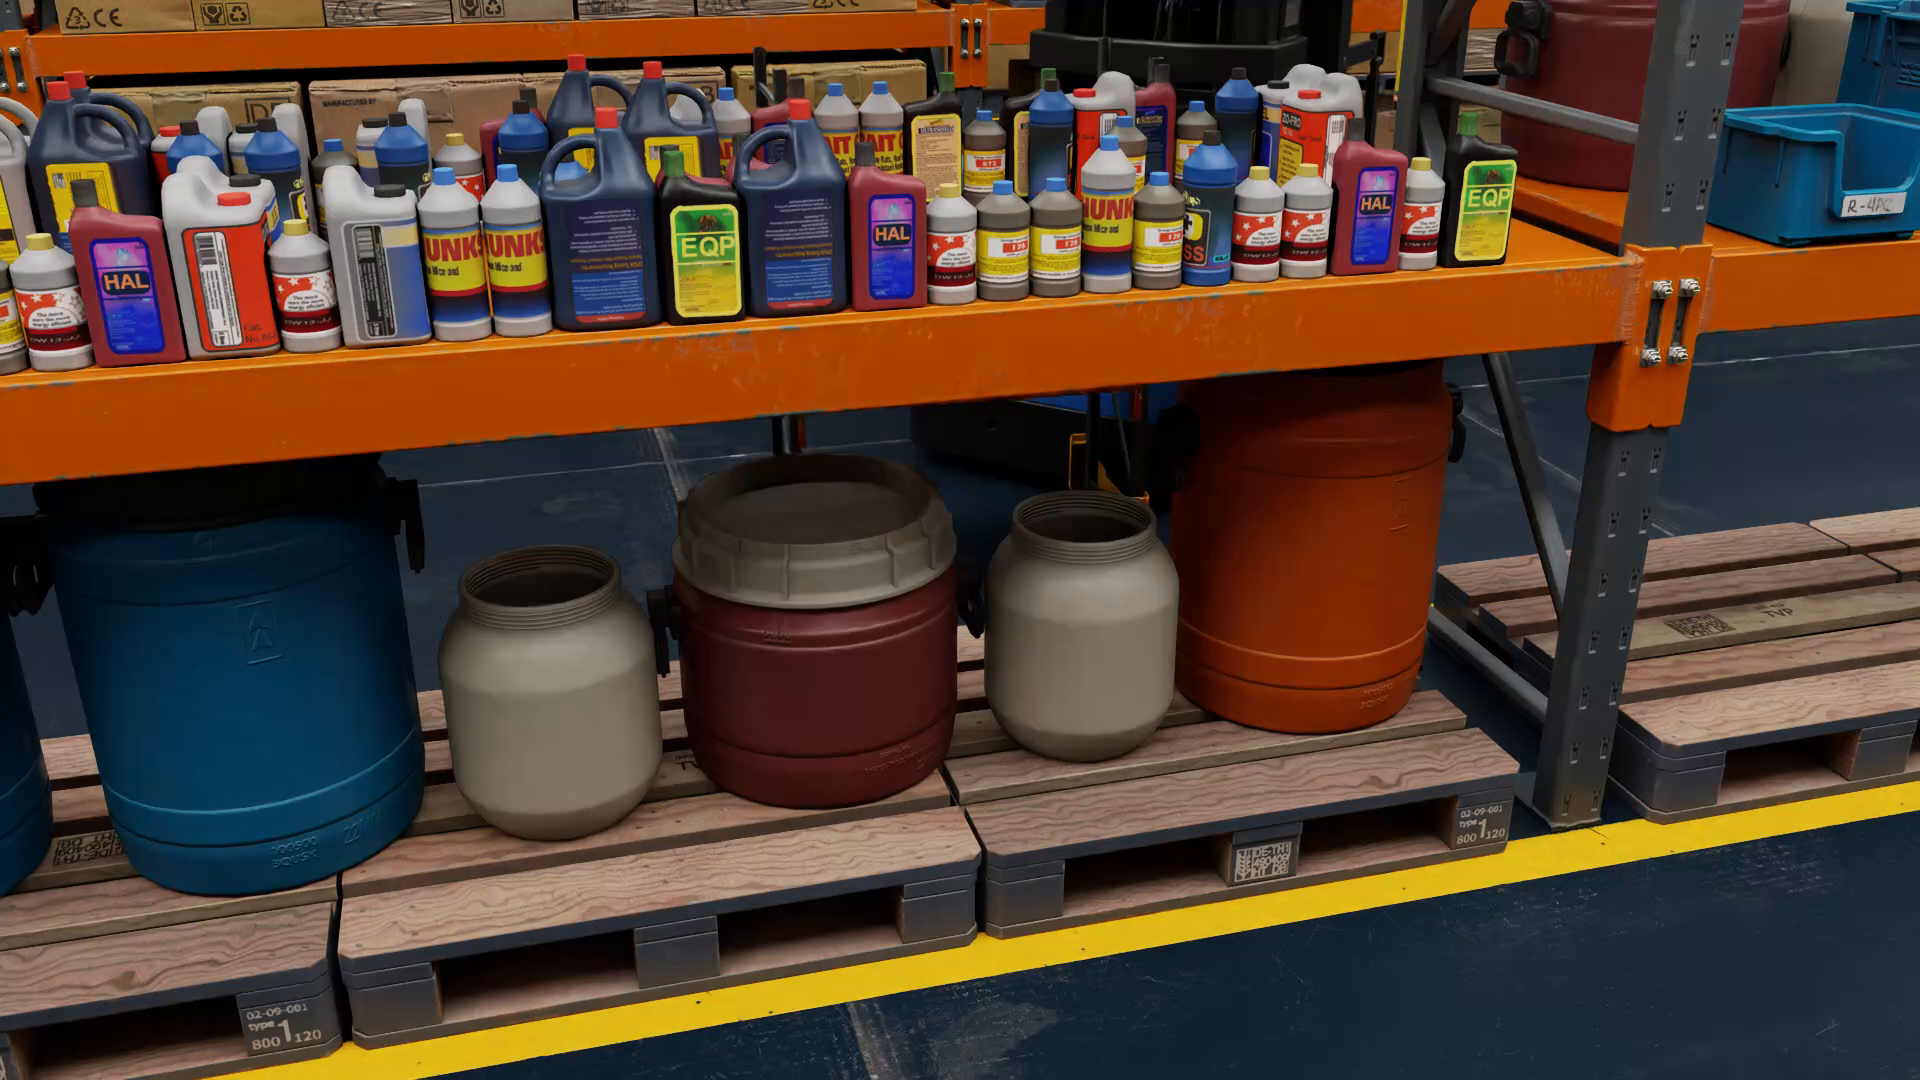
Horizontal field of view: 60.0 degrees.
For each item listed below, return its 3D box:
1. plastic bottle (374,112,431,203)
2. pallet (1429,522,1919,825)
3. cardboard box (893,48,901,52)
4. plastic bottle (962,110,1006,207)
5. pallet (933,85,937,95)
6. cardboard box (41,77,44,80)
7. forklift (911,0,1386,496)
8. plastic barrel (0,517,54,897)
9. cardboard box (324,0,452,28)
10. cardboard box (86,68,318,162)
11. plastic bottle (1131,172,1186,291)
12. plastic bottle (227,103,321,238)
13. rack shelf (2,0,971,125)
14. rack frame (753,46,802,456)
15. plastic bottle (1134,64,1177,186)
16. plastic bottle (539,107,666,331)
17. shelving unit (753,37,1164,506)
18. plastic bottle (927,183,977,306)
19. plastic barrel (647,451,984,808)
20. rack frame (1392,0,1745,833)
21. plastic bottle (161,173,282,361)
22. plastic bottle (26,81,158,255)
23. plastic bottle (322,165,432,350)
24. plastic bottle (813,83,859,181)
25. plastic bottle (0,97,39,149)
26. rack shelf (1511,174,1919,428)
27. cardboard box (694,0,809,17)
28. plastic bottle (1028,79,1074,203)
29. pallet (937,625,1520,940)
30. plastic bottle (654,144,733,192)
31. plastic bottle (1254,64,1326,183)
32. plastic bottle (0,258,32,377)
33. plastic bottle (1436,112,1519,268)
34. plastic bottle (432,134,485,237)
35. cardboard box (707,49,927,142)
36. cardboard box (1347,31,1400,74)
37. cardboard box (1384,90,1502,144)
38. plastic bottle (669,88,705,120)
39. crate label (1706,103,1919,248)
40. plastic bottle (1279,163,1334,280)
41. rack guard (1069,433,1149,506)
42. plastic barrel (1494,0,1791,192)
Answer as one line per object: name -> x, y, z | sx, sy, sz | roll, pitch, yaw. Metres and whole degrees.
plastic bottle -> -1.068, -0.685, 3.205 | 0.097, 0.271, 0.097 | 0, 23, 0
pallet -> 2.006, 0.295, 4.295 | 1.213, 0.211, 1.003 | -6, 24, -14
cardboard box -> -0.720, -3.883, 12.816 | 0.750, 0.750, 1.050 | -7, 24, -15
plastic bottle -> 0.053, -0.839, 3.653 | 0.097, 0.201, 0.097 | 0, 23, 0
pallet -> -0.551, -3.467, 13.063 | 1.213, 0.211, 1.003 | -6, 24, -14
cardboard box -> -6.198, -3.217, 11.272 | 0.250, 0.149, 0.380 | -6, 24, -13
forklift -> 1.019, -2.026, 6.255 | 1.130, 2.935, 3.031 | 13, 27, 28
plastic barrel -> -2.073, 0.227, 3.045 | 0.708, 0.901, 0.600 | -6, 24, -14
cardboard box -> -2.463, -2.480, 7.100 | 0.500, 0.500, 0.500 | -7, 24, -16
cardboard box -> -3.329, -1.666, 7.490 | 0.875, 0.875, 1.225 | -6, 24, -14
plastic bottle -> 0.356, -0.561, 3.006 | 0.097, 0.201, 0.097 | 0, 23, 0
plastic bottle -> -1.342, -0.707, 3.252 | 0.135, 0.276, 0.152 | -6, 24, -14
rack shelf -> -2.014, -2.256, 7.615 | 4.000, 0.370, 1.077 | -6, 24, -14
rack frame -> -0.514, -0.606, 4.761 | 0.032, 1.500, 0.500 | -5, 24, -12
plastic bottle -> 0.417, -0.924, 3.748 | 0.133, 0.283, 0.061 | -6, 24, -14
plastic bottle -> -0.596, -0.534, 2.754 | 0.185, 0.351, 0.144 | -6, 24, -14
shelving unit -> -0.027, -0.650, 4.863 | 1.083, 1.500, 0.587 | -5, 24, -12
plastic bottle -> -0.019, -0.520, 2.910 | 0.097, 0.201, 0.097 | 0, 23, 0
plastic barrel -> -0.304, 0.175, 3.563 | 0.708, 0.588, 0.600 | -6, 24, -14
rack frame -> 1.250, -0.919, 3.587 | 0.127, 3.000, 1.000 | -6, 24, -14
plastic bottle -> -1.161, -0.439, 2.627 | 0.135, 0.276, 0.152 | -6, 24, -14
plastic bottle -> -1.588, -0.657, 3.040 | 0.185, 0.351, 0.144 | -6, 24, -14
plastic bottle -> -0.938, -0.464, 2.684 | 0.135, 0.276, 0.152 | -6, 24, -14
plastic bottle -> -0.263, -0.836, 3.557 | 0.097, 0.271, 0.097 | 0, 23, 0
plastic bottle -> -1.805, -0.692, 3.122 | 0.185, 0.351, 0.144 | -6, 24, -14
rack shelf -> 3.175, -0.801, 4.226 | 4.000, 0.370, 1.077 | -6, 24, -14
cardboard box -> -0.978, -2.648, 7.490 | 0.500, 0.500, 0.500 | -7, 24, -15
plastic bottle -> 0.198, -0.862, 3.618 | 0.097, 0.271, 0.097 | 0, 23, 0
pallet -> 0.502, 0.462, 3.905 | 1.213, 0.211, 1.003 | -6, 24, -14
plastic bottle -> -0.448, -0.528, 2.824 | 0.133, 0.283, 0.061 | -6, 24, -14
plastic bottle -> 0.746, -0.939, 3.791 | 0.135, 0.276, 0.152 | -6, 24, -14
plastic bottle -> -1.488, -0.358, 2.531 | 0.097, 0.201, 0.097 | 0, 23, 0
plastic bottle -> 0.976, -0.660, 3.133 | 0.133, 0.283, 0.061 | -6, 24, -14
plastic bottle -> -1.015, -0.721, 3.377 | 0.097, 0.201, 0.097 | 0, 23, 0
cardboard box -> -0.758, -1.950, 8.153 | 0.875, 0.875, 1.225 | -7, 24, -17
cardboard box -> 3.145, -4.376, 13.807 | 0.875, 0.875, 0.875 | -6, 24, -14
cardboard box -> 2.702, -2.178, 9.134 | 0.500, 0.500, 0.700 | -6, 24, -15
plastic bottle -> -0.589, -0.791, 3.446 | 0.135, 0.276, 0.152 | -6, 24, -14
crate label -> 1.757, -0.745, 3.393 | 0.416, 0.233, 0.303 | -6, 24, -14
plastic bottle -> 0.637, -0.593, 3.079 | 0.097, 0.201, 0.097 | 0, 23, 0
rack guard -> 0.459, -0.120, 5.212 | 0.087, 0.250, 0.587 | -5, 24, -12
plastic barrel -> 1.615, -1.146, 3.944 | 0.708, 0.536, 0.600 | -6, 24, -14
